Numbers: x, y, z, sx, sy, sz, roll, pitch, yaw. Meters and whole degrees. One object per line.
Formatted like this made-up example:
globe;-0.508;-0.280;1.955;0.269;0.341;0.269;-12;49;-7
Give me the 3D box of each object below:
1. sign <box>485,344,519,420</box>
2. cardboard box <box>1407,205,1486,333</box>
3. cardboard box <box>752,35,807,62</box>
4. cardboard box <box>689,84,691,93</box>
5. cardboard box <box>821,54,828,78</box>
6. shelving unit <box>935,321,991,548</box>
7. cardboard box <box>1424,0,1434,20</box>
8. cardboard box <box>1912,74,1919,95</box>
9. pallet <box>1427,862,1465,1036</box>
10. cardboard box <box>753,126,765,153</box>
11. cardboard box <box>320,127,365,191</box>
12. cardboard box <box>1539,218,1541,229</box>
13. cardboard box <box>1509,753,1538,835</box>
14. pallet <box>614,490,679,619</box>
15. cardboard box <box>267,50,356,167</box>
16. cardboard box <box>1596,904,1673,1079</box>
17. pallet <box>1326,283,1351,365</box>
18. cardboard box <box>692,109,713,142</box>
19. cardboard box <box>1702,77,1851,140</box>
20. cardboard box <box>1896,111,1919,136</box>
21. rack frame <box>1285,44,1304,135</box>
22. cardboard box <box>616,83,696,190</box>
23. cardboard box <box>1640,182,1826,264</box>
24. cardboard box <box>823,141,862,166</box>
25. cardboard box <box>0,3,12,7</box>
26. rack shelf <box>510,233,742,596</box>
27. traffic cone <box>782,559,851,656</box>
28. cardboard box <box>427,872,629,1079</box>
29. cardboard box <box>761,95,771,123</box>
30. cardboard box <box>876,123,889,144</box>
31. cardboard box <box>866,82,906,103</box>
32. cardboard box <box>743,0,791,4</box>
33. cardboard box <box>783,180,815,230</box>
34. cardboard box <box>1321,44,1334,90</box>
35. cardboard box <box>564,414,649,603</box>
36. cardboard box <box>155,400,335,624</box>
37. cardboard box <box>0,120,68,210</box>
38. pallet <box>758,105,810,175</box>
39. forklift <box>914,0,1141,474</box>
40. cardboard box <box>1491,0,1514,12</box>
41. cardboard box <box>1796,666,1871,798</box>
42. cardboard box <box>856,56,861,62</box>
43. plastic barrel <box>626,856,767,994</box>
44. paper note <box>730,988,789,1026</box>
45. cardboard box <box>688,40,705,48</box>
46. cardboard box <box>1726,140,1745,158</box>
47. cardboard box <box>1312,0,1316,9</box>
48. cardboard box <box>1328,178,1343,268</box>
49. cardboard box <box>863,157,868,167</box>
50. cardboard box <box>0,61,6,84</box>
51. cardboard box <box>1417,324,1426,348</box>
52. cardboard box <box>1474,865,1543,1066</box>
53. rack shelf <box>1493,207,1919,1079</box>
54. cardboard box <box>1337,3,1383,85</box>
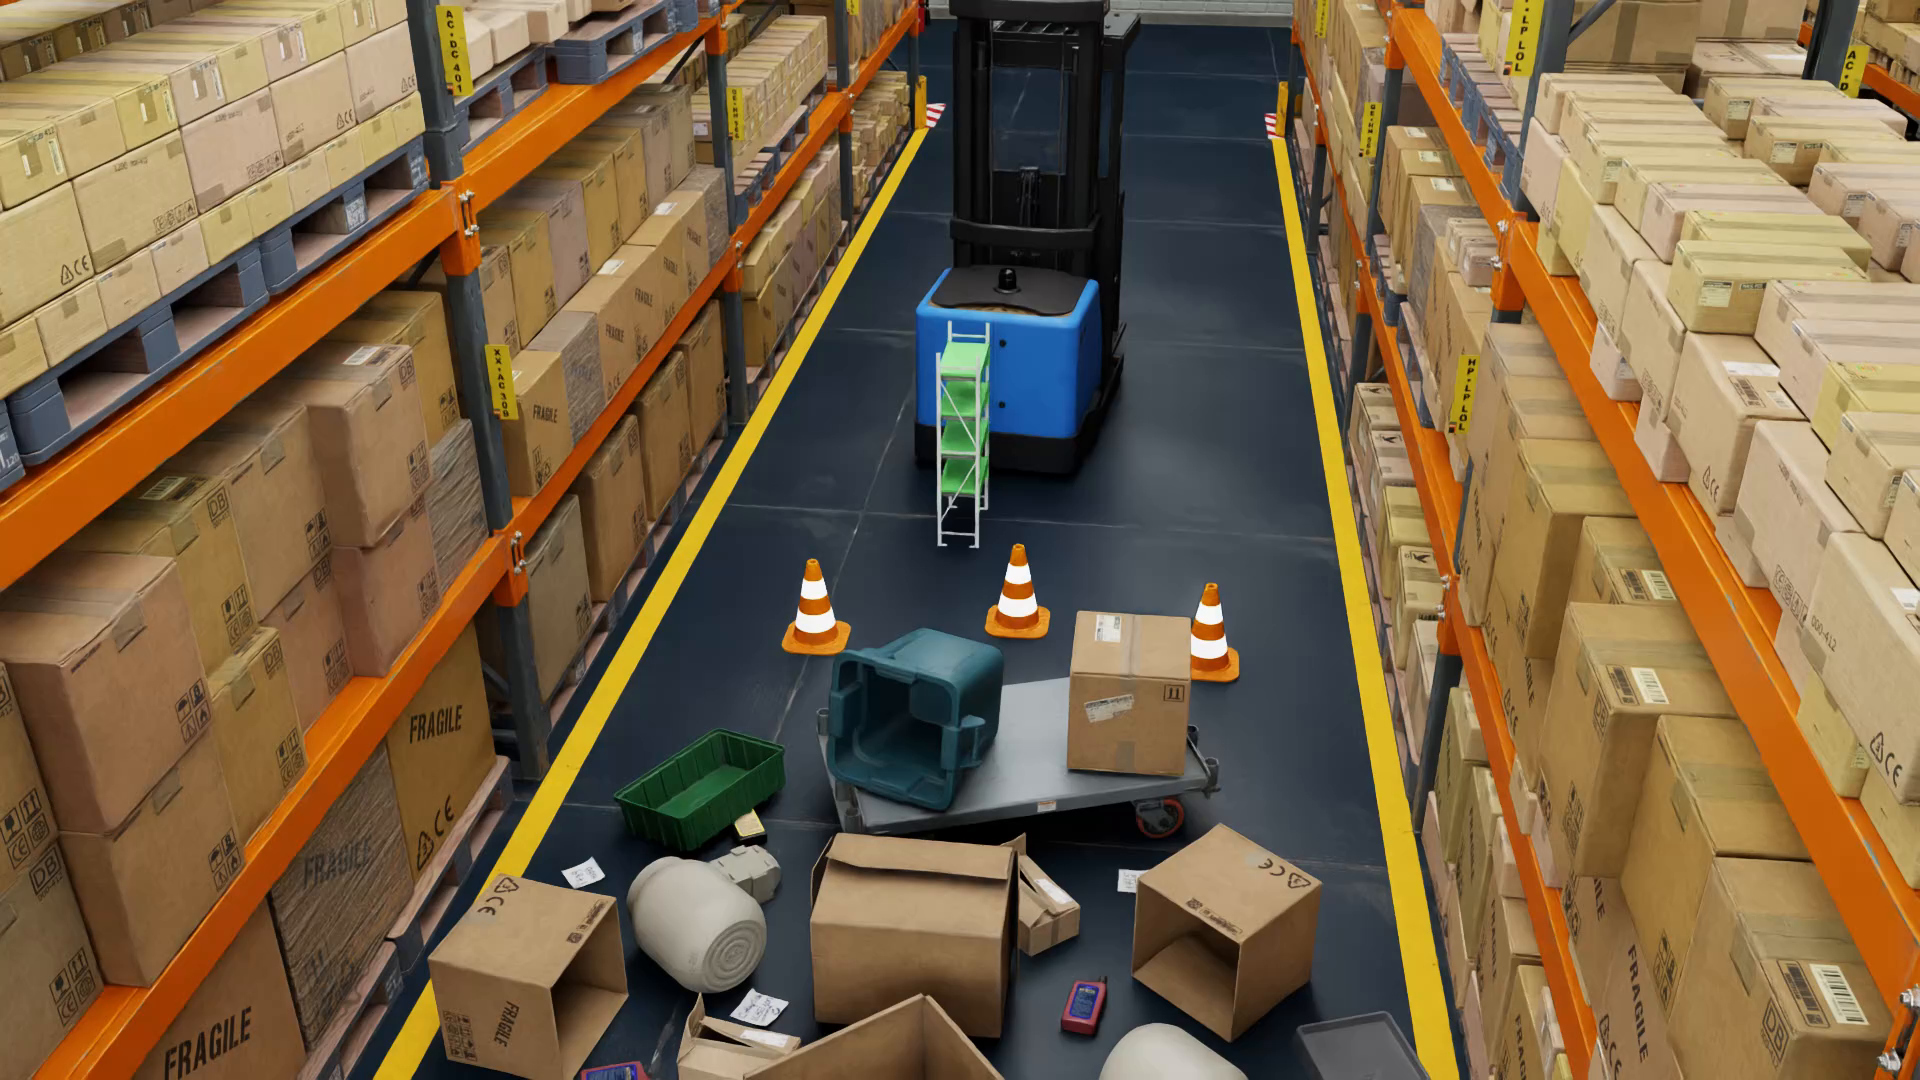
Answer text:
sign;-1.870;-0.643;6.784;0.100;0.325;0.005;3;28;6
cardboard box;2.525;-1.331;8.197;0.500;0.500;0.500;2;28;4
cardboard box;-1.393;-3.788;12.814;0.380;0.149;0.250;3;28;6
cardboard box;-2.166;-3.213;12.059;0.380;0.149;0.250;4;29;7
cardboard box;-1.293;-3.900;13.648;0.380;0.149;0.250;3;28;5
shelving unit;0.020;-0.606;9.610;0.258;1.200;0.503;3;28;6
cardboard box;2.787;-2.973;9.207;0.380;0.149;0.250;3;28;6
cardboard box;8.218;-3.799;13.904;0.380;0.149;0.250;4;29;8
pallet;2.457;1.528;6.692;1.003;0.211;1.213;3;28;6
cardboard box;-1.578;-2.795;11.597;0.380;0.149;0.250;5;29;9
cardboard box;-2.209;-1.267;5.492;0.380;0.149;0.250;4;29;7
cardboard box;2.220;-1.094;5.721;0.380;0.149;0.250;3;28;5
cardboard box;1.981;0.824;5.323;0.380;0.149;0.250;3;29;6
pallet;-2.254;0.026;9.479;1.003;0.211;1.213;3;28;6
cardboard box;-2.288;-1.388;5.297;0.500;0.250;0.500;3;28;6
cardboard box;1.873;1.183;3.973;0.500;0.500;0.500;3;29;6
pallet;3.318;-1.613;12.521;1.003;0.211;1.213;3;28;6
cardboard box;-1.681;-2.686;10.767;0.380;0.149;0.250;3;28;6
cardboard box;2.682;-1.417;5.480;0.380;0.149;0.250;4;29;7
cardboard box;8.589;-3.782;15.800;0.700;0.500;0.500;4;29;8
rack frame;3.975;-5.667;17.106;1.000;3.000;0.127;3;28;6
cardboard box;-1.995;-2.414;9.910;0.700;0.500;0.500;3;28;6
cardboard box;2.037;-0.834;4.396;0.380;0.149;0.250;3;28;5
cardboard box;-1.100;-3.492;15.005;0.380;0.149;0.250;5;29;9
cardboard box;-6.653;-3.612;12.129;0.797;0.503;0.637;4;29;7
rack shelf;-2.176;-0.883;8.985;1.077;0.370;4.000;3;28;6
traffic cone;-0.758;0.315;8.677;0.336;0.463;0.334;3;28;6
cardboard box;-1.592;1.632;6.192;0.500;0.500;0.500;8;29;15
cardboard box;-1.549;-3.052;11.760;0.380;0.149;0.250;3;28;6
cardboard box;-0.900;-3.962;16.192;0.380;0.149;0.250;4;29;7
cardboard box;-0.757;-4.590;17.044;0.380;0.149;0.250;3;28;5
cardboard box;-1.651;-4.876;14.165;0.500;0.500;0.500;2;28;4
cardboard box;-1.408;-2.582;12.783;0.500;0.250;0.500;2;28;4
cardboard box;3.151;-3.747;13.174;0.500;0.250;0.500;3;28;5
cardboard box;-2.312;-0.204;8.895;1.050;0.750;0.750;3;28;6
cardboard box;-2.655;-0.116;5.506;0.875;0.550;0.550;3;28;6
cardboard box;-2.397;-0.902;3.975;0.380;0.149;0.250;3;28;6
pallet;-1.729;-2.991;12.341;1.003;0.211;1.213;3;28;6
forklift;0.553;-2.385;11.087;1.130;2.935;3.031;6;29;12
cardboard box;2.552;-2.439;7.141;0.500;0.250;0.500;4;29;7
cardboard box;1.778;0.352;3.037;0.380;0.149;0.250;4;29;7
cardboard box;-1.103;-4.410;15.037;0.380;0.149;0.250;2;28;4
plastic barrel;-1.037;1.499;6.521;0.421;0.421;0.512;-24;36;-37
paper note;-0.771;1.798;6.389;0.172;0.023;0.155;14;31;24
cardboard box;-2.071;-3.711;12.671;0.380;0.149;0.250;3;28;6
cardboard box;2.717;-1.179;5.458;0.500;0.250;0.500;3;28;6
cardboard box;3.392;-4.985;14.680;0.500;0.500;0.500;4;29;7
cardboard box;3.488;-2.737;13.465;0.875;0.875;0.875;4;29;8
cardboard box;-1.086;-3.603;15.838;0.380;0.149;0.250;2;28;4
cardboard box;-2.957;-1.297;4.709;0.380;0.149;0.250;3;28;6
cardboard box;2.524;-1.075;8.405;0.380;0.149;0.250;4;29;8
cardboard box;2.045;1.436;5.587;0.500;0.500;0.500;5;29;9
rack shelf;2.259;-0.080;4.333;1.077;0.370;4.000;3;28;6
cardboard box;3.047;-3.601;12.111;0.500;0.500;0.500;3;28;5
